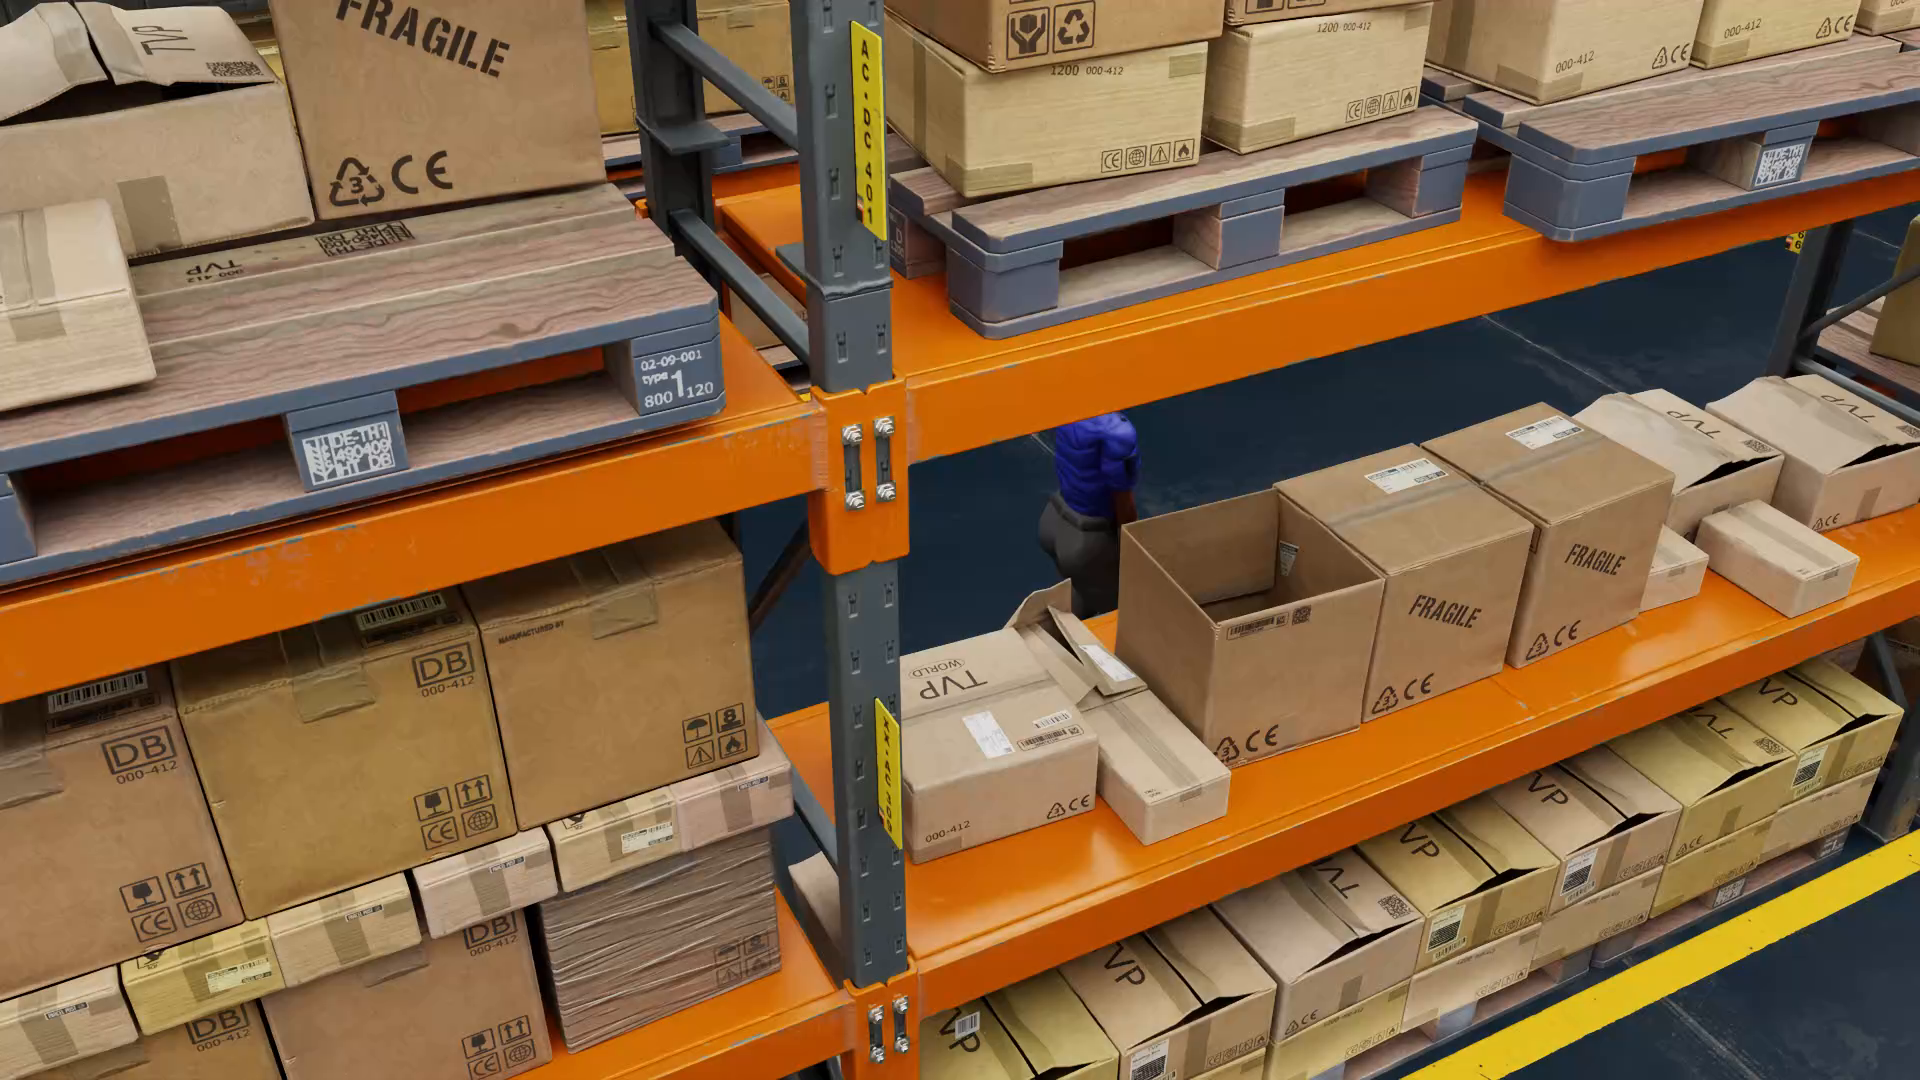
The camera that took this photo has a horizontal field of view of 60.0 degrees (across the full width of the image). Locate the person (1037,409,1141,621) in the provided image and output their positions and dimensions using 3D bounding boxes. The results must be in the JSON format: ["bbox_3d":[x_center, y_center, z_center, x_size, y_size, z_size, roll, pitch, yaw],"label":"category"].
[{"bbox_3d":[0.497,-0.025,6.259,0.411,1.588,0.465,-15,36,-21],"label":"person"}]
